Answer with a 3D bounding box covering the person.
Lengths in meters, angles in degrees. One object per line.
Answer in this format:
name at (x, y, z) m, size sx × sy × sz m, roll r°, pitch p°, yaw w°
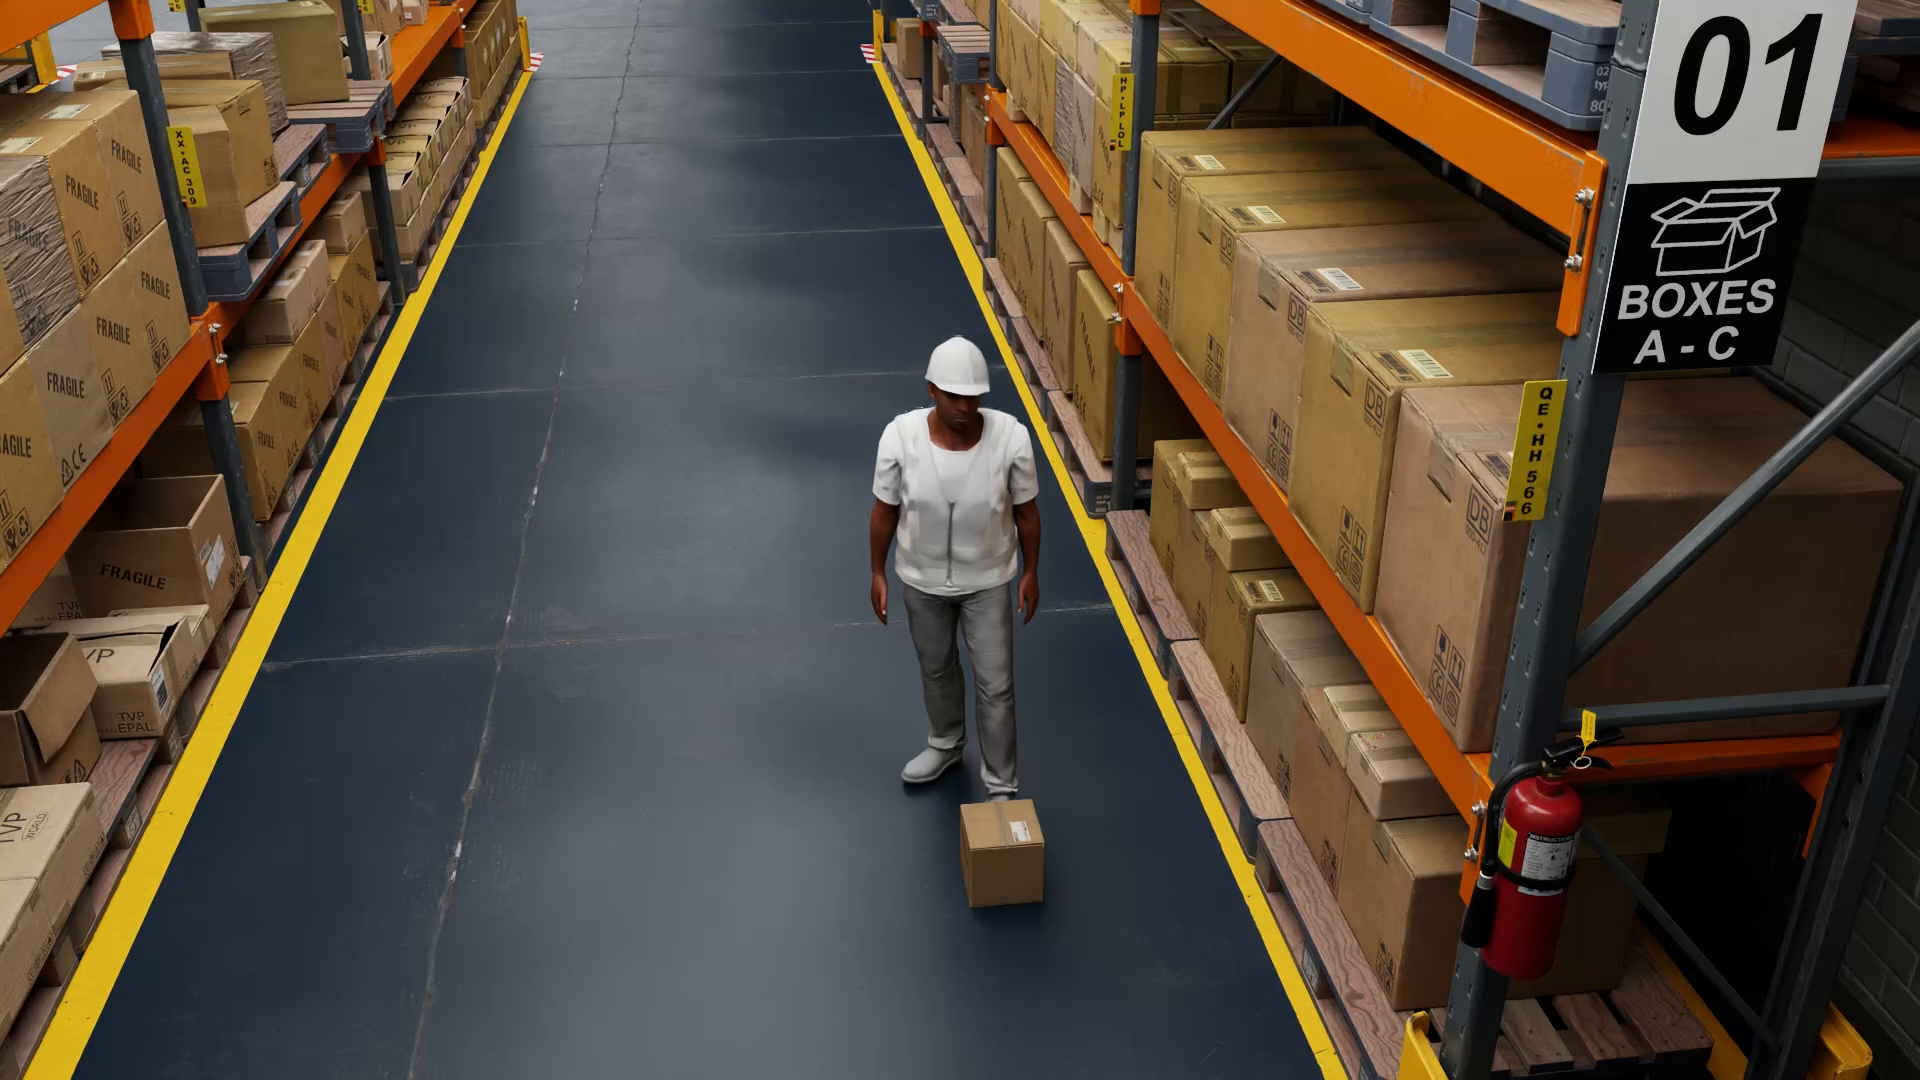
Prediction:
person at (-0.031, 0.159, 5.752) m, size 0.592 × 1.758 × 0.600 m, roll 4°, pitch 27°, yaw 8°
